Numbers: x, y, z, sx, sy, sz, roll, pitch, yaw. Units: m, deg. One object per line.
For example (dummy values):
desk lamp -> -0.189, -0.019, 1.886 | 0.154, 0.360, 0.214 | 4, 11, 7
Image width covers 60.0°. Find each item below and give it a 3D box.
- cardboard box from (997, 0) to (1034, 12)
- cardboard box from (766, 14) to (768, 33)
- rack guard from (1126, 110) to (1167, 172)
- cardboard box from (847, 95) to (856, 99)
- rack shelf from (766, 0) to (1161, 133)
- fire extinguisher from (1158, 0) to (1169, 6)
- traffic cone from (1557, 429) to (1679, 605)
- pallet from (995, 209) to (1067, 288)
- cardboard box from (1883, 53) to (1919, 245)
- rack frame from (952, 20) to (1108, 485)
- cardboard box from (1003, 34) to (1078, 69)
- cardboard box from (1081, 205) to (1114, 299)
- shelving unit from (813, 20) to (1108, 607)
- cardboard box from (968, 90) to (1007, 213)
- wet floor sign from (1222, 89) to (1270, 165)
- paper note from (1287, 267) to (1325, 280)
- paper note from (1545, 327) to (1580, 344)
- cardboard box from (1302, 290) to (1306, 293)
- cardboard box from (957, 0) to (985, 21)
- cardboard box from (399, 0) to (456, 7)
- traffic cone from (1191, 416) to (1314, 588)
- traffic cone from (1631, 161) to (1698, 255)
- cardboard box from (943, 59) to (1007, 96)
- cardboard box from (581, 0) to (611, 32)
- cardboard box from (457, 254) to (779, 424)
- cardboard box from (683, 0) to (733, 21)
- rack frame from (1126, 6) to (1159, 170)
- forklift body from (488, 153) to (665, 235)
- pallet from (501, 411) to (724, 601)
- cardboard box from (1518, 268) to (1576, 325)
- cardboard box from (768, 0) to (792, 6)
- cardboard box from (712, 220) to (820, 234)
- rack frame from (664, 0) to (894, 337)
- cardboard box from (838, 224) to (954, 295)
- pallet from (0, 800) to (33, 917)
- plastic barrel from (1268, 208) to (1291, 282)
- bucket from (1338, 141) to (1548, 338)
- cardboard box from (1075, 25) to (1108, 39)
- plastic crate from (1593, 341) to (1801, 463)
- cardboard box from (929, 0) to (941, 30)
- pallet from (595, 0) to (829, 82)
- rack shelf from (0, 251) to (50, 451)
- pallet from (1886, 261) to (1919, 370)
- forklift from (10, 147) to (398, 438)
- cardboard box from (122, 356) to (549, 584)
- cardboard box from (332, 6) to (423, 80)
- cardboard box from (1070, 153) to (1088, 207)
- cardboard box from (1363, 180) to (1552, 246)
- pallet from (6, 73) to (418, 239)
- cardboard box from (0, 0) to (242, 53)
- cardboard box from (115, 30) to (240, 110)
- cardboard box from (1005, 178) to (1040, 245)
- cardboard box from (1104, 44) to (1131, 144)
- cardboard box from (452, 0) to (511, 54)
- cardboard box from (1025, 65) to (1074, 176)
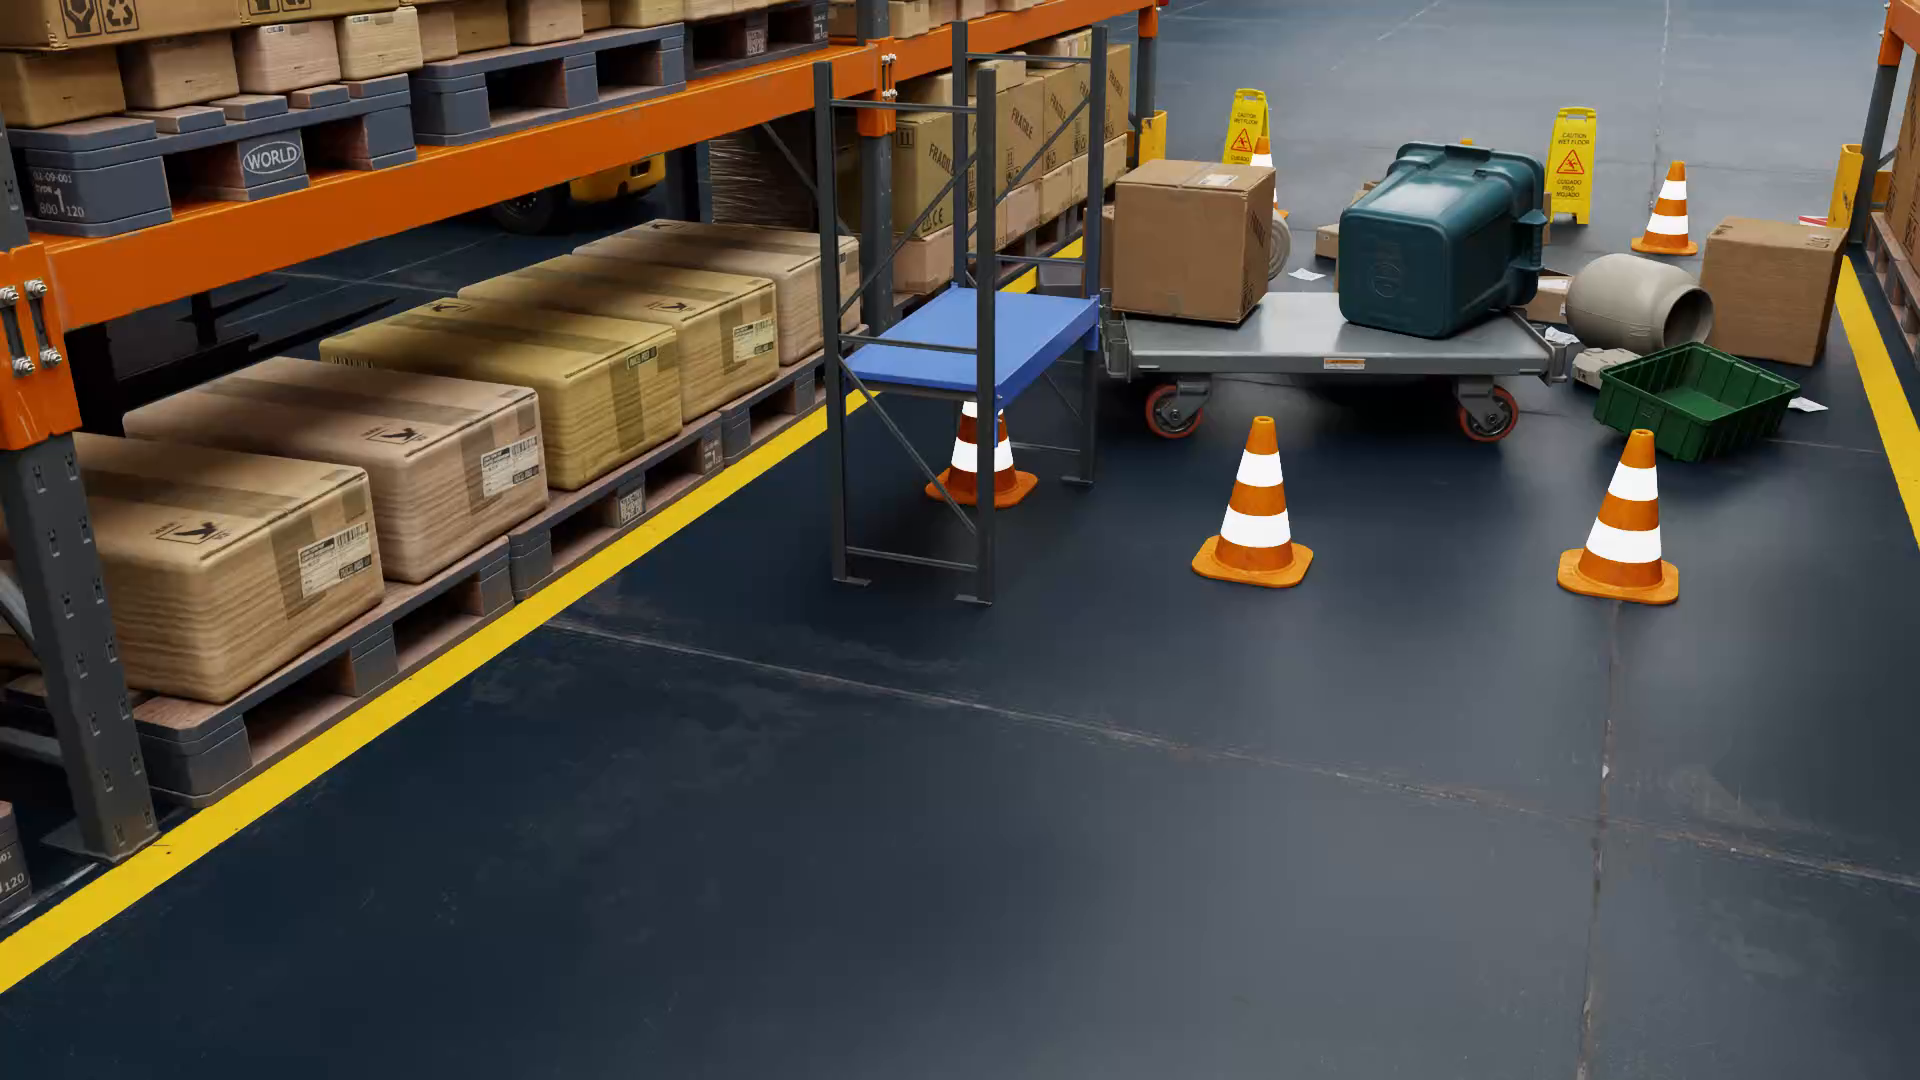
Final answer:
cardboard box -> 0.134, -2.614, 7.942 | 0.380, 0.149, 0.250 | 9, 24, 20
cardboard box -> -0.928, -2.250, 7.070 | 0.380, 0.149, 0.250 | 9, 24, 20
rack guard -> 0.693, -2.458, 10.485 | 1.175, 0.500, 0.348 | 9, 24, 20
cardboard box -> -0.607, -1.910, 7.981 | 0.500, 0.500, 0.500 | 9, 24, 21
rack shelf -> -0.022, -2.591, 8.493 | 1.077, 0.370, 4.000 | 9, 24, 20
fire extinguisher -> 1.191, -3.577, 10.023 | 0.296, 0.674, 0.183 | 9, 24, 20
traffic cone -> 1.968, -0.100, 4.889 | 0.336, 0.463, 0.334 | 9, 24, 20
pallet -> -0.096, -1.604, 8.815 | 1.003, 0.211, 1.213 | 9, 24, 20
cardboard box -> 5.164, -1.927, 8.183 | 0.875, 0.875, 0.875 | 9, 24, 20
rack frame -> 0.217, -0.915, 5.459 | 0.500, 1.500, 0.032 | 8, 25, 19
cardboard box -> 0.396, -2.560, 8.695 | 0.380, 0.149, 0.250 | 10, 25, 22
cardboard box -> 0.897, -1.243, 7.574 | 0.500, 0.500, 0.500 | -12, 25, -26
shelving unit -> 0.037, -0.726, 5.023 | 0.538, 1.500, 1.048 | 8, 25, 19
cardboard box -> -0.107, -1.844, 7.822 | 0.500, 0.500, 0.500 | 10, 25, 22
wet floor sign -> 1.785, -2.467, 10.318 | 0.267, 0.644, 0.232 | 19, 29, 38
paper note -> 1.763, -1.357, 8.474 | 0.148, 0.019, 0.142 | 19, 29, 38
paper note -> 2.674, -0.909, 7.396 | 0.172, 0.023, 0.155 | 19, 29, 38
cardboard box -> 1.531, -0.929, 7.131 | 0.258, 0.266, 0.396 | -7, 24, -17
cardboard box -> -0.110, -2.438, 7.522 | 0.380, 0.149, 0.250 | 10, 25, 22
cardboard box -> -1.490, -1.659, 4.269 | 0.500, 0.500, 0.500 | 9, 24, 21
traffic cone -> 0.895, -0.145, 4.997 | 0.336, 0.463, 0.334 | 9, 24, 20
traffic cone -> 3.839, -1.808, 8.979 | 0.336, 0.463, 0.334 | 9, 24, 20
cardboard box -> -0.004, -2.170, 7.761 | 0.380, 0.149, 0.250 | 10, 25, 22
cardboard box -> -1.285, -1.618, 5.014 | 0.380, 0.149, 0.250 | 8, 24, 18
cardboard box -> -1.221, -0.742, 6.000 | 0.950, 0.372, 0.625 | 10, 25, 23
cardboard box -> -0.968, -1.780, 5.401 | 0.380, 0.149, 0.250 | 9, 24, 20
rack frame -> 0.721, -3.638, 10.068 | 1.000, 3.000, 0.127 | 9, 24, 20
forklift body -> -2.899, -3.016, 9.680 | 2.313, 2.155, 1.214 | 9, 24, 20
pallet -> -1.504, -0.203, 5.463 | 1.003, 0.211, 1.213 | 9, 24, 20
cardboard box -> 2.797, -1.151, 7.662 | 0.396, 0.266, 0.258 | 13, 26, 29
cardboard box -> -0.814, -1.969, 5.854 | 0.380, 0.149, 0.250 | 8, 24, 18
cardboard box -> -0.795, -1.382, 7.689 | 0.500, 0.250, 0.500 | 10, 25, 22
rack frame -> -0.765, -2.207, 6.641 | 1.000, 3.000, 0.127 | 9, 24, 20
cardboard box -> -0.295, -1.304, 7.503 | 0.500, 0.250, 0.500 | 8, 24, 18
pallet -> -2.613, 0.783, 3.102 | 1.003, 0.211, 1.213 | 9, 24, 20
plastic barrel -> 1.359, -1.494, 8.276 | 0.421, 0.421, 0.512 | -12, 25, -26
bucket -> 1.779, -1.104, 6.276 | 0.726, 0.611, 0.620 | 19, 39, 38
cardboard box -> 0.592, -2.744, 9.135 | 0.380, 0.149, 0.250 | 10, 24, 22
plastic crate -> 2.717, -0.513, 6.160 | 0.662, 0.188, 0.450 | -17, 38, -35
cardboard box -> -0.304, -2.255, 7.084 | 0.380, 0.149, 0.250 | 10, 24, 22
pallet -> -1.184, -1.866, 6.073 | 1.003, 0.211, 1.213 | 9, 24, 20
rack shelf -> -2.993, 0.272, 1.640 | 1.077, 0.370, 4.000 | 9, 24, 20
pallet -> 4.675, -0.947, 7.242 | 1.003, 0.211, 1.213 | 9, 24, 20
forklift -> -3.274, -1.702, 5.521 | 1.130, 2.935, 3.031 | 8, 24, 19
cardboard box -> -1.765, -0.223, 4.756 | 0.950, 0.372, 0.625 | 8, 24, 19
cardboard box -> -1.555, -1.226, 4.075 | 0.380, 0.149, 0.250 | 9, 24, 20
cardboard box -> 0.471, -2.051, 9.291 | 0.500, 0.250, 0.500 | 9, 24, 20
cardboard box -> 2.419, -1.495, 8.177 | 0.797, 0.503, 0.637 | -7, 24, -17
pallet -> -2.085, -0.957, 3.899 | 1.213, 0.211, 1.003 | 9, 24, 20
cardboard box -> -1.869, -1.280, 3.363 | 0.500, 0.500, 0.500 | 8, 24, 19
cardboard box -> -1.821, -1.039, 3.627 | 0.380, 0.149, 0.250 | 7, 24, 17
cardboard box -> 0.087, -1.687, 8.420 | 0.500, 0.250, 0.500 | 8, 24, 19
cardboard box -> 0.666, -2.585, 9.597 | 0.500, 0.500, 0.500 | 9, 24, 20
cardboard box -> -1.469, -1.430, 4.563 | 0.380, 0.149, 0.250 | 10, 25, 22
cardboard box -> 0.281, -2.218, 8.719 | 0.500, 0.500, 0.500 | 8, 24, 19
